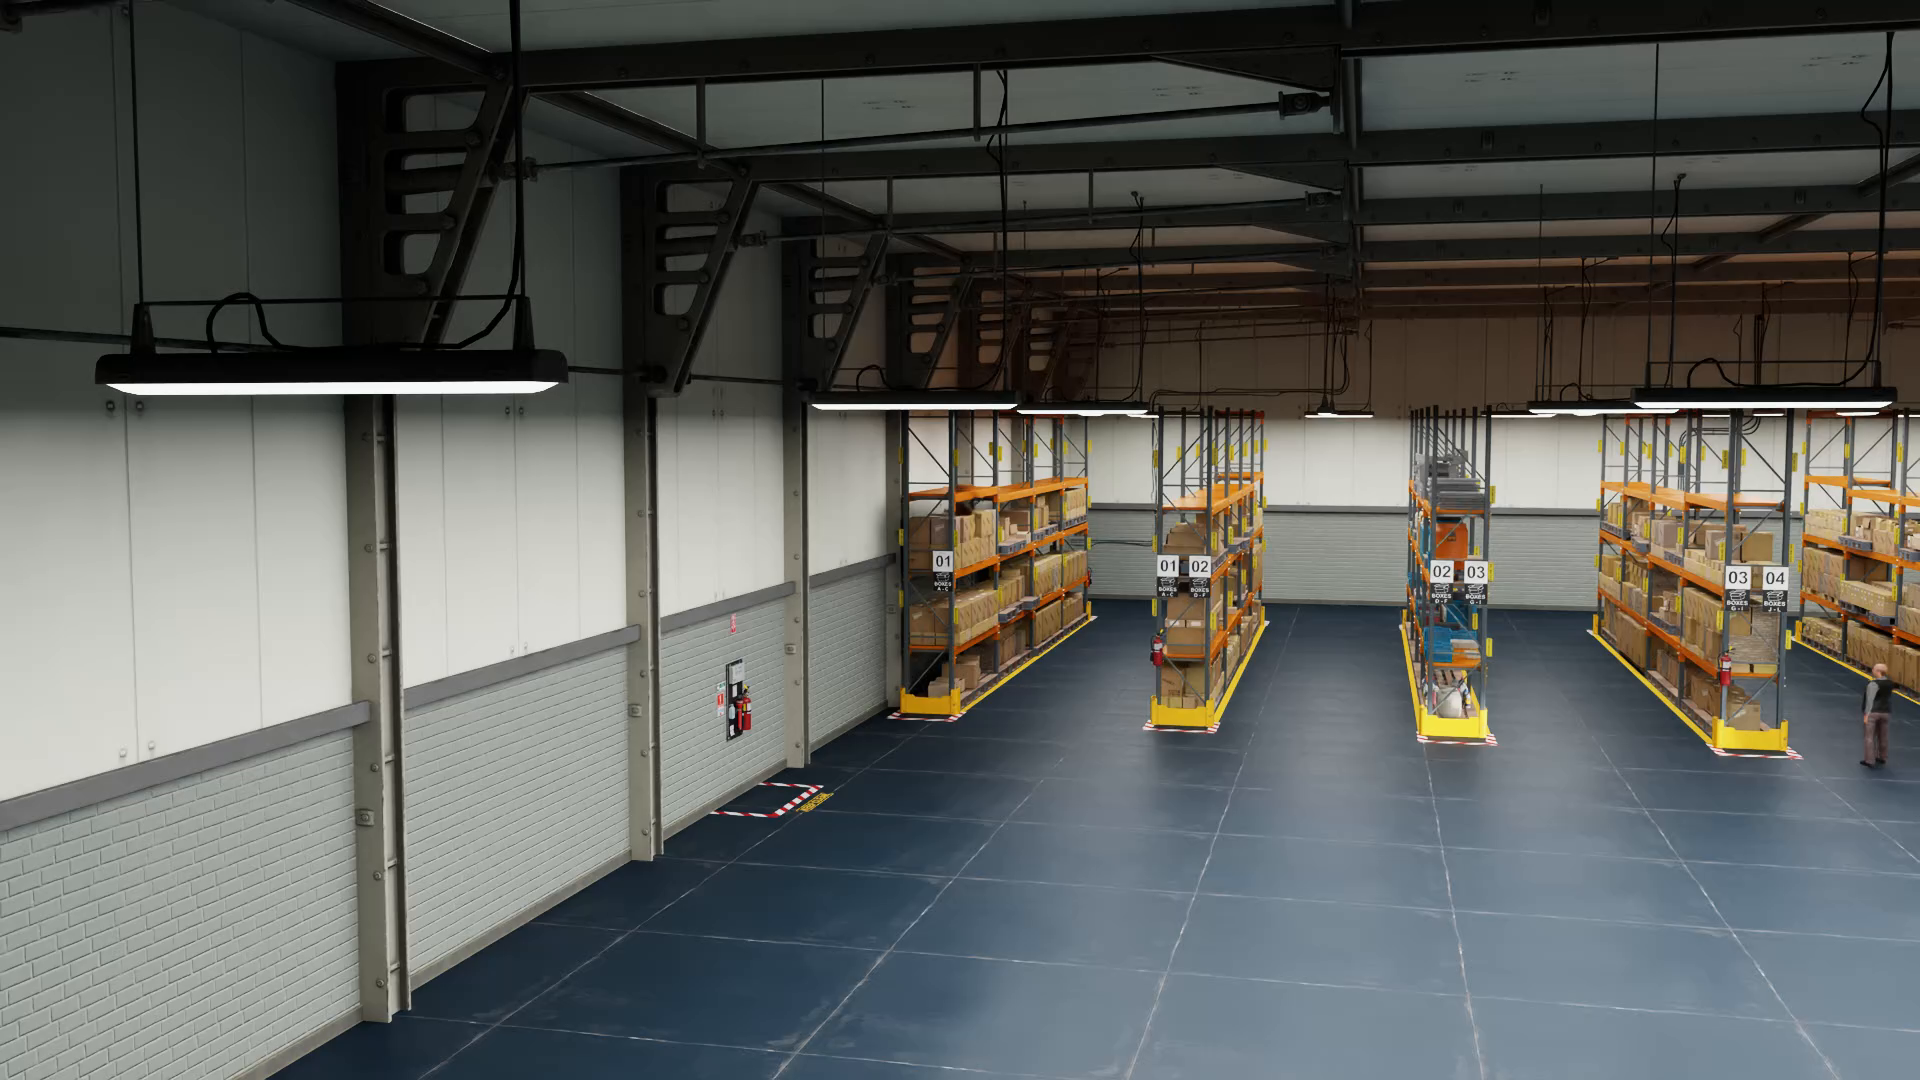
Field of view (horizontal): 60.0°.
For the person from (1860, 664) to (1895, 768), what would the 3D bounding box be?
[{"bbox_3d":[15.211,2.888,27.632,0.516,1.716,0.593,0,4,1],"label":"person"}]
